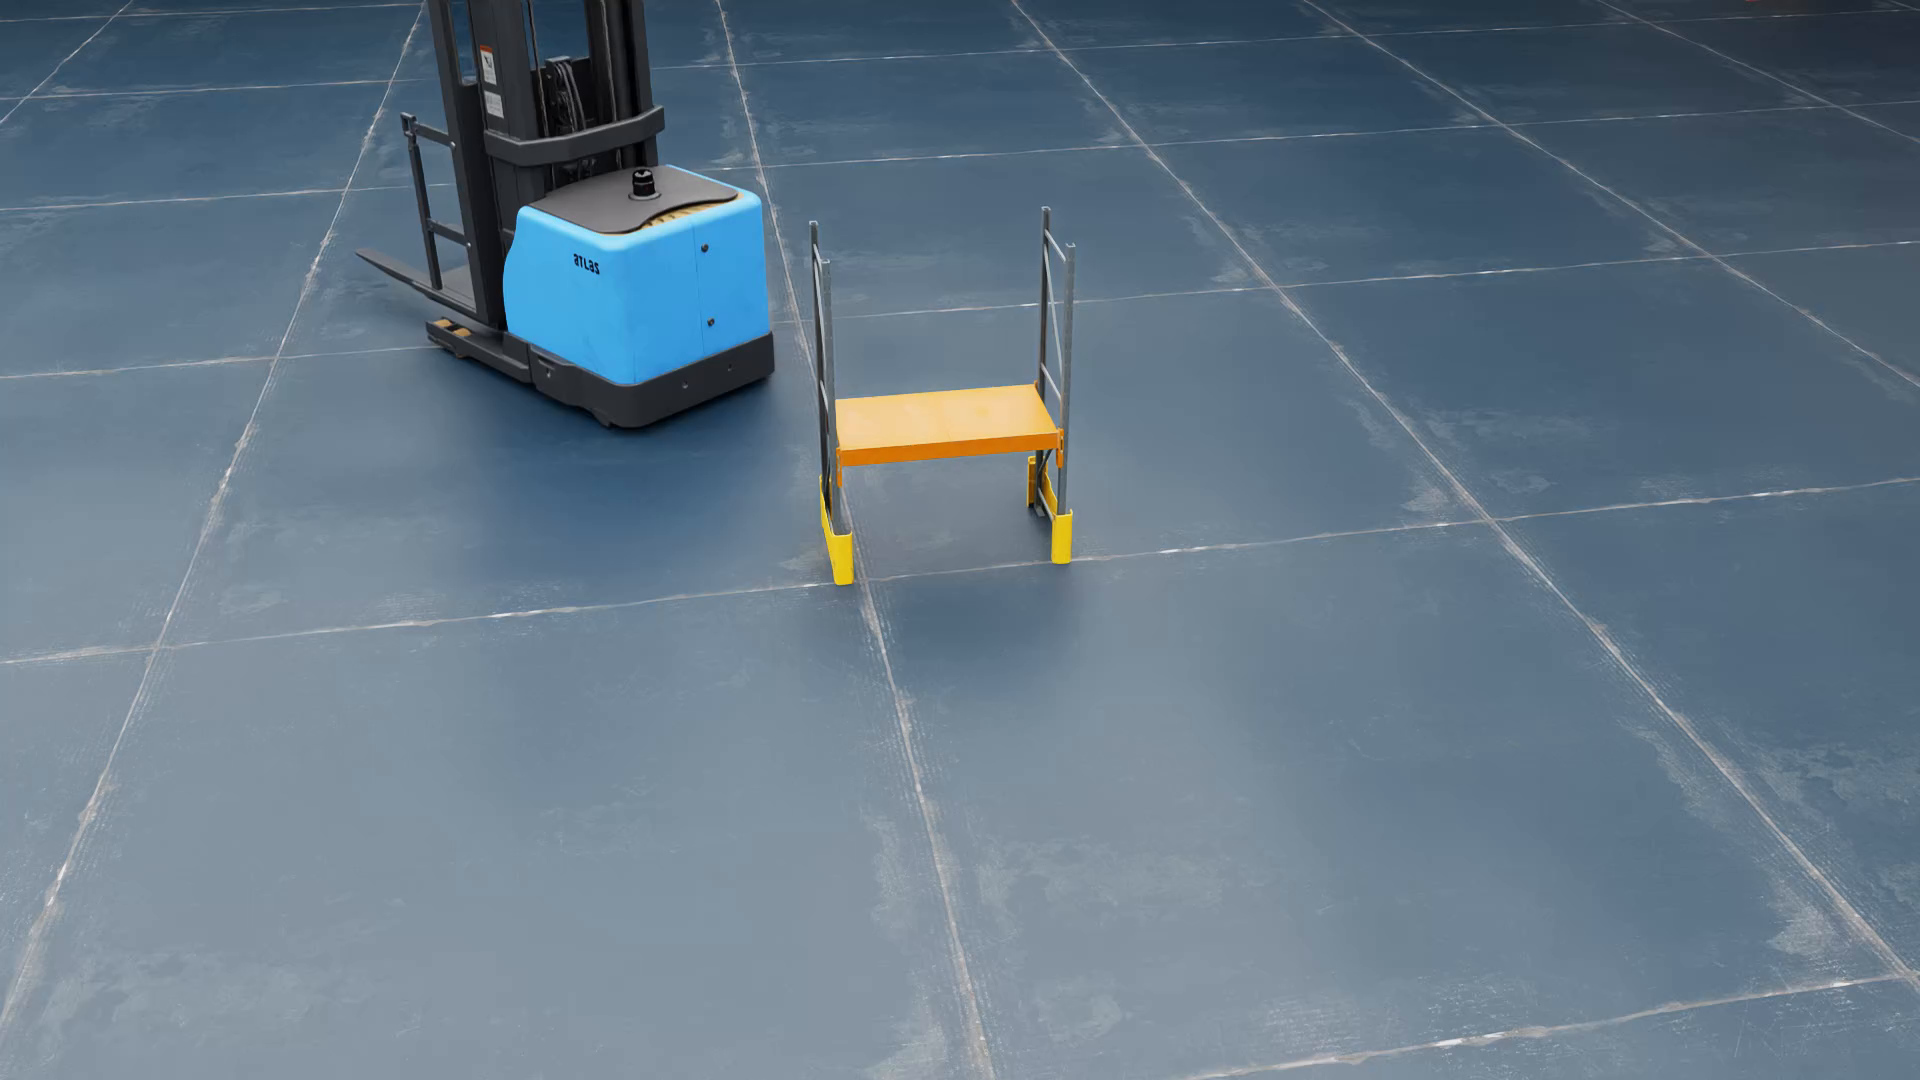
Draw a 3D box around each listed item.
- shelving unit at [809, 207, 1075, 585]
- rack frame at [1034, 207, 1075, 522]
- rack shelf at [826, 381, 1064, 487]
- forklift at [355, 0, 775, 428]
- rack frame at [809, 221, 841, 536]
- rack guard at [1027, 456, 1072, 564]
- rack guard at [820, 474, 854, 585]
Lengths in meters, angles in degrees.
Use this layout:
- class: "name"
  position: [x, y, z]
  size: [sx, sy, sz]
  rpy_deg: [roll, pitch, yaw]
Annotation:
- class: "shelving unit"
  position: [-0.075, -0.640, 7.358]
  size: [1.083, 1.500, 0.587]
  rpy_deg: [-5, 31, -9]
- class: "rack frame"
  position: [0.416, -0.685, 7.436]
  size: [0.032, 1.500, 0.500]
  rpy_deg: [-5, 31, -9]
- class: "rack shelf"
  position: [-0.084, -0.484, 7.448]
  size: [1.000, 0.185, 0.538]
  rpy_deg: [-5, 31, -9]
- class: "forklift"
  position: [-2.446, -2.477, 9.070]
  size: [3.031, 2.935, 1.130]
  rpy_deg: [25, 39, 36]
- class: "rack frame"
  position: [-0.584, -0.592, 7.278]
  size: [0.032, 1.500, 0.500]
  rpy_deg: [-5, 31, -9]
- class: "rack guard"
  position: [0.415, -0.146, 7.752]
  size: [0.087, 0.250, 0.587]
  rpy_deg: [-5, 31, -9]
- class: "rack guard"
  position: [-0.565, -0.055, 7.597]
  size: [0.087, 0.250, 0.587]
  rpy_deg: [-5, 31, -9]
